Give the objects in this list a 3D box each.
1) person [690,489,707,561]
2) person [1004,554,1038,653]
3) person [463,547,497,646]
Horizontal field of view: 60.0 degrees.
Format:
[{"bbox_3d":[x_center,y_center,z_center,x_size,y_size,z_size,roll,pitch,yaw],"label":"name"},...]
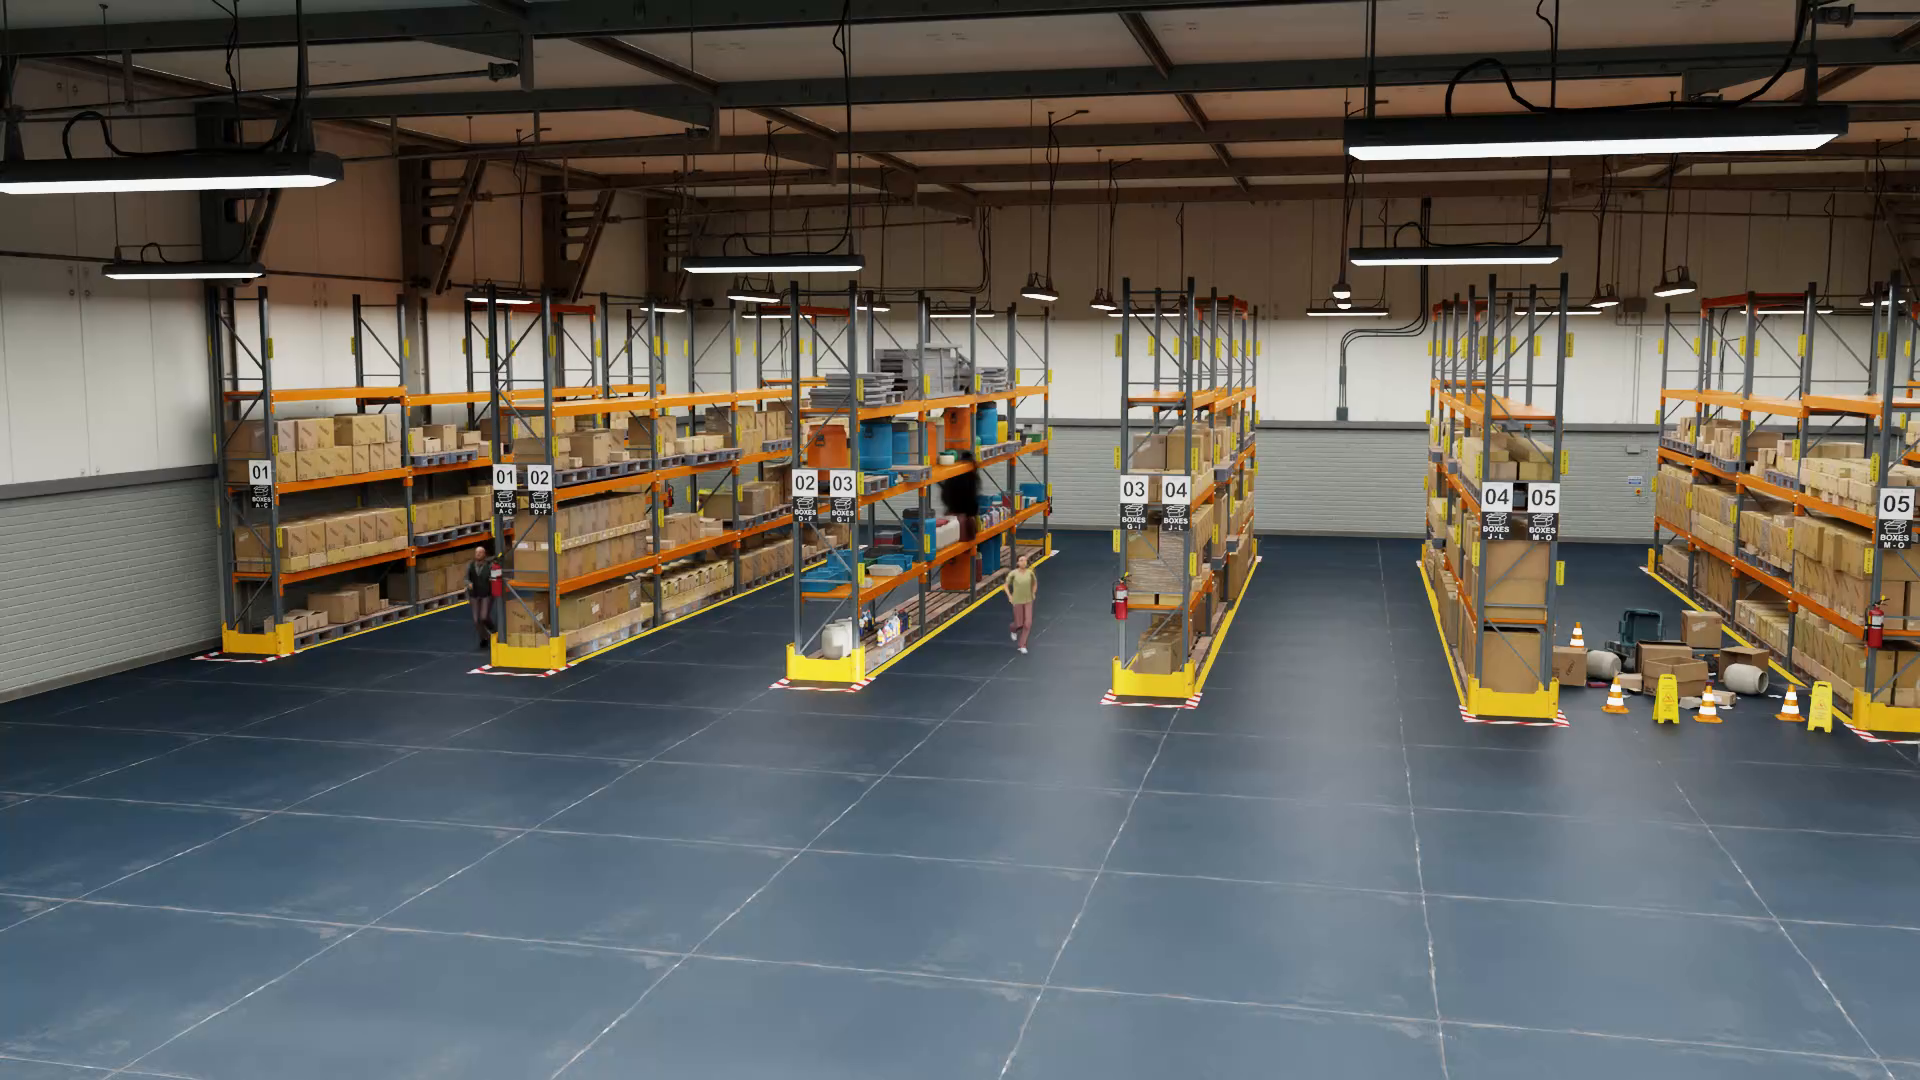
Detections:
[{"bbox_3d":[-5.920,-0.257,38.226,0.674,1.832,0.785,1,7,5],"label":"person"},{"bbox_3d":[1.022,1.036,27.610,0.585,1.629,0.624,-2,7,-13],"label":"person"},{"bbox_3d":[-8.022,0.961,27.874,0.643,1.682,0.603,0,7,2],"label":"person"}]
